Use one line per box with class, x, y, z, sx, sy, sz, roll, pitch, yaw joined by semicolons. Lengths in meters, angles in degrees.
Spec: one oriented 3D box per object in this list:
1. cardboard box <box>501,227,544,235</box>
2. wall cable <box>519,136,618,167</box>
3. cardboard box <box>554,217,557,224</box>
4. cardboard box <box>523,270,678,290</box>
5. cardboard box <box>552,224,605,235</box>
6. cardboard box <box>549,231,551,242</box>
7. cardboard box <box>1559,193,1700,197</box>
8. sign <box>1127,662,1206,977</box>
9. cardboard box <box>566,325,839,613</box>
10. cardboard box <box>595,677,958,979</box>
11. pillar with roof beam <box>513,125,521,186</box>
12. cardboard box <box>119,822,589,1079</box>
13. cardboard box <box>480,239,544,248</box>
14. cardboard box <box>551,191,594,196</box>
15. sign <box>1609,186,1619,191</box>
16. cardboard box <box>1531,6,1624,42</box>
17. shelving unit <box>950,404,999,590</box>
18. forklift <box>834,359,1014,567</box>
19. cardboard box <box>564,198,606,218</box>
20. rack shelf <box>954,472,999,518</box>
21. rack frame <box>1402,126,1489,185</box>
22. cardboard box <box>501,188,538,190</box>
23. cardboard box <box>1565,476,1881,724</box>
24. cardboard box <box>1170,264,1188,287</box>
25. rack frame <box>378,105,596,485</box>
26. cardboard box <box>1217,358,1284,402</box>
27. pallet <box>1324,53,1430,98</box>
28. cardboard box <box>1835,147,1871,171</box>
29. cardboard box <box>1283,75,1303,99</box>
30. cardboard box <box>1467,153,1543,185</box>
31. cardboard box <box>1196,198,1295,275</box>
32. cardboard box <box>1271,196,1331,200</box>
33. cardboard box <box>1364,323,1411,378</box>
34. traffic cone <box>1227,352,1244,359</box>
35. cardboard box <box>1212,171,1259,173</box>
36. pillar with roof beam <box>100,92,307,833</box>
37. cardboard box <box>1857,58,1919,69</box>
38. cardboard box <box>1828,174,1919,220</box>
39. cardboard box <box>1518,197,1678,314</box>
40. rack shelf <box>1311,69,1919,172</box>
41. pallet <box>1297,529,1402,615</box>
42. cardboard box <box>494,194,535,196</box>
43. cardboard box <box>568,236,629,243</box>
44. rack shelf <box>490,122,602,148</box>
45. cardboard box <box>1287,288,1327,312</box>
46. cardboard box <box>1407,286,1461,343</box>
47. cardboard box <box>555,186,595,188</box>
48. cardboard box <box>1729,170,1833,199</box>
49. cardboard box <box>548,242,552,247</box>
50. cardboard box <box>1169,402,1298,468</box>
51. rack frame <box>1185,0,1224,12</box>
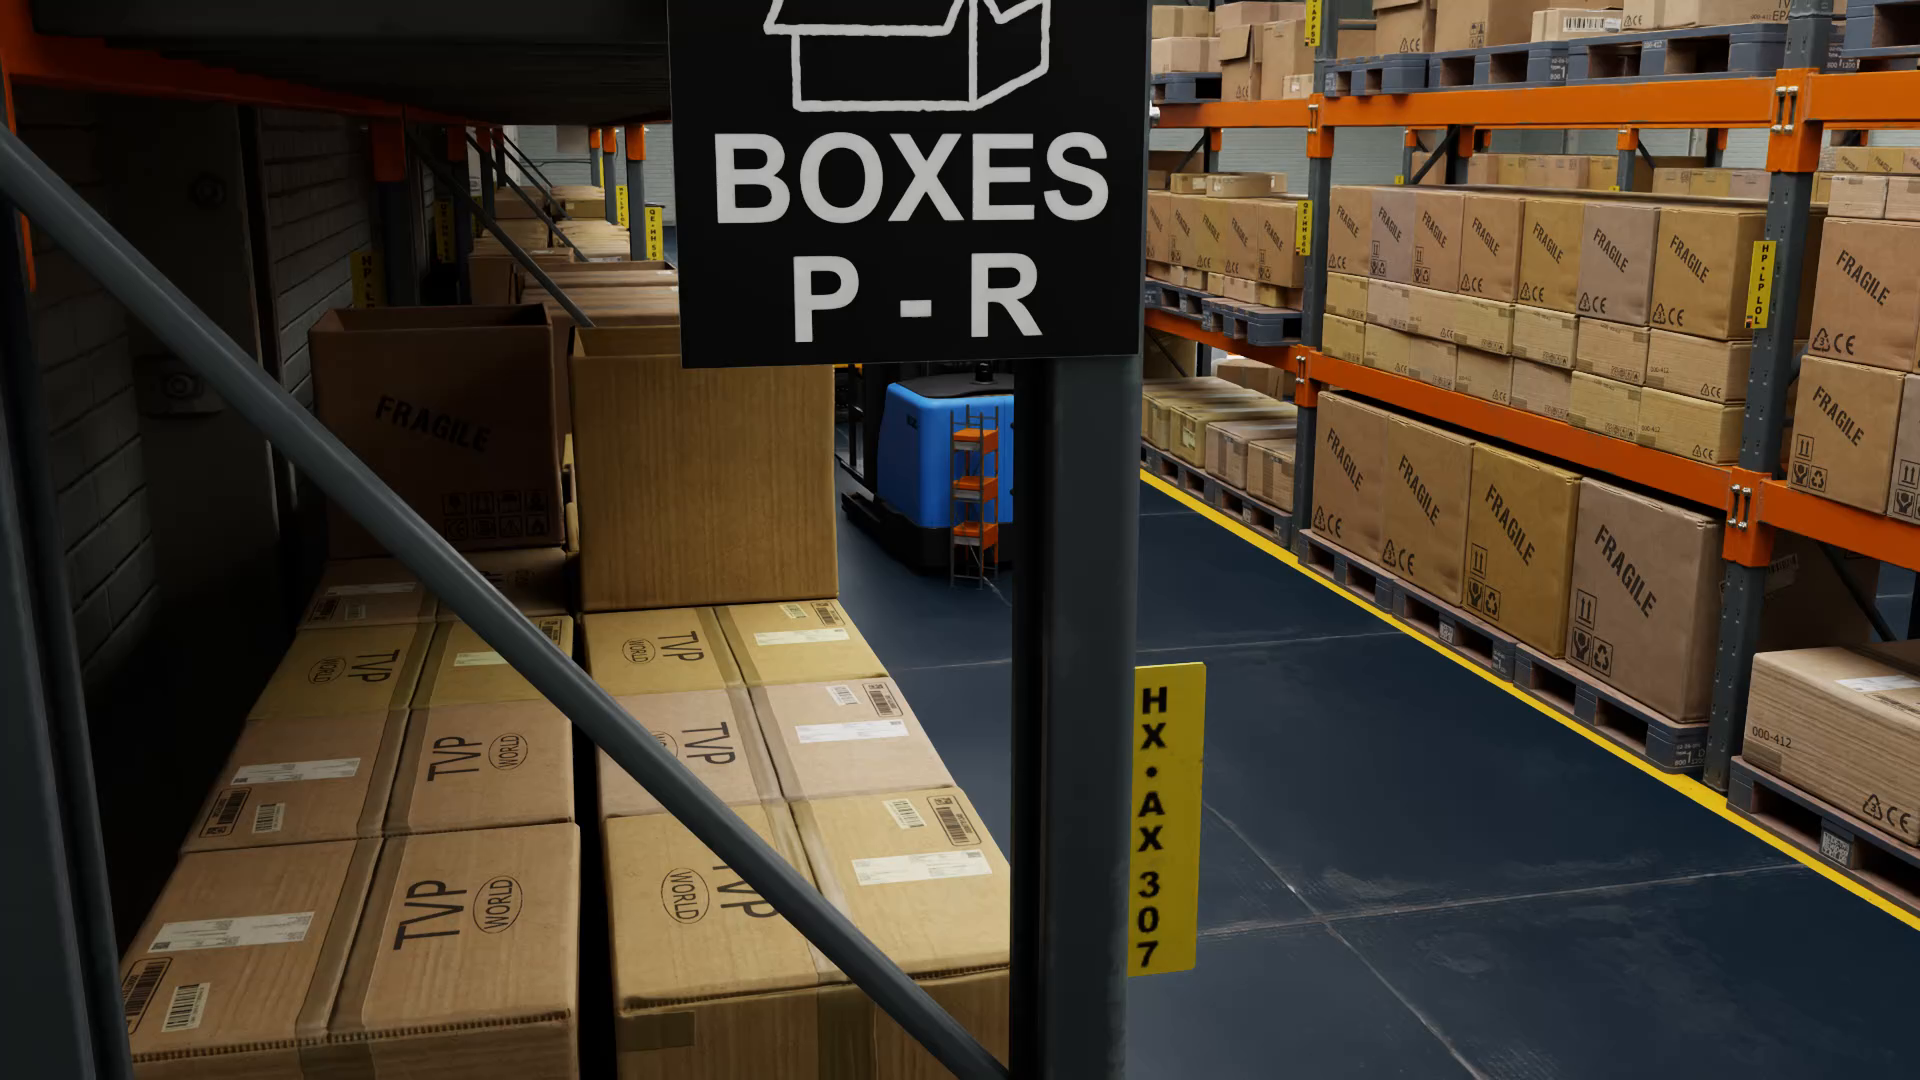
cardboard box;-3.132;-2.128;11.741;0.380;0.149;0.250;-3;14;-14
wall cable;-11.260;-11.830;46.931;3.097;2.526;0.112;-3;14;-13
cardboard box;-3.446;-2.903;14.912;0.380;0.149;0.250;-3;14;-14
cardboard box;-1.479;-0.870;7.071;0.700;0.500;0.500;-3;14;-13
cardboard box;-2.776;-2.217;12.106;0.380;0.149;0.250;-3;14;-13
cardboard box;-3.638;-2.290;13.771;0.500;0.500;0.500;-3;14;-12
cardboard box;3.333;-1.472;8.316;0.500;0.500;0.500;-4;14;-14
sign;0.190;0.279;1.639;0.100;0.325;0.005;-3;14;-13
cardboard box;-0.535;-0.171;3.418;0.500;0.500;0.500;-3;14;-12
cardboard box;-0.301;0.423;2.566;0.500;0.250;0.500;-3;14;-13
pillar with roof beam;-7.669;-12.825;44.461;9.100;9.000;0.548;-3;14;-13
cardboard box;-0.704;0.567;1.974;0.500;0.250;0.500;-3;14;-12
cardboard box;-2.773;-1.777;10.304;0.380;0.149;0.250;-3;14;-14
cardboard box;-3.398;-2.986;14.623;0.380;0.149;0.250;-3;14;-13
sign;5.917;-3.043;15.069;0.100;0.325;0.005;-3;14;-13
cardboard box;2.957;-2.446;7.904;0.380;0.166;0.250;-2;14;-8
shelving unit;0.084;-0.251;9.743;0.215;1.050;0.252;6;15;22
forklift;-0.189;-1.565;11.159;1.130;2.935;3.031;-4;14;-17
cardboard box;-2.943;-2.636;13.193;0.380;0.149;0.250;-3;14;-12
rack shelf;0.084;-0.241;9.745;0.215;0.259;0.240;6;15;22
rack frame;5.516;-3.538;19.087;1.000;3.000;0.127;-3;14;-13
cardboard box;-4.076;-3.199;15.498;0.380;0.149;0.250;-3;14;-13
cardboard box;3.323;0.220;7.300;0.875;0.875;0.875;-3;14;-11
cardboard box;1.770;-1.950;12.234;0.380;0.149;0.250;-3;14;-11
rack frame;-1.277;-0.193;5.395;1.000;3.000;0.127;-3;14;-13
cardboard box;2.739;-1.426;15.703;0.500;0.500;0.500;7;15;26
pallet;2.810;-2.613;9.378;1.213;0.211;1.003;-3;14;-11
cardboard box;10.336;-4.212;18.902;0.500;0.500;0.500;-3;14;-13
cardboard box;2.263;-2.846;10.464;0.380;0.149;0.250;-3;14;-13
cardboard box;5.784;-3.789;17.523;0.875;0.550;0.550;-3;14;-13
cardboard box;1.978;-2.114;11.539;0.500;0.500;0.500;-4;14;-17
cardboard box;2.466;-2.149;11.679;0.500;0.500;0.500;-3;14;-12
cardboard box;2.615;-1.076;9.325;0.500;0.250;0.500;-4;14;-15
traffic cone;3.082;-2.119;18.626;0.336;0.463;0.334;-3;14;-13
cardboard box;2.170;-2.776;12.879;0.380;0.149;0.250;-4;14;-15
pillar with roof beam;2.195;-3.136;4.802;9.100;9.000;0.400;-3;14;-13
cardboard box;6.858;-3.583;12.044;0.500;0.311;0.500;-3;14;-13
cardboard box;3.369;-1.232;5.966;0.380;0.149;0.250;-3;14;-14
cardboard box;2.969;-1.330;7.735;0.500;0.500;0.500;-3;14;-11
rack shelf;3.077;-2.039;8.149;1.077;0.370;4.000;-3;14;-13
pallet;2.719;0.148;9.877;1.003;0.211;1.213;-3;14;-13
cardboard box;-3.780;-2.839;14.022;0.380;0.149;0.250;-4;14;-14
cardboard box;-2.319;-1.866;10.668;0.380;0.149;0.250;-3;14;-12
rack shelf;-3.626;-3.607;14.567;1.077;0.370;4.000;-3;14;-13
cardboard box;2.302;-1.537;10.544;0.380;0.149;0.250;-3;14;-11
cardboard box;2.711;-1.197;8.770;0.500;0.250;0.500;-3;14;-13
cardboard box;-3.718;-3.343;16.086;0.380;0.149;0.250;-3;14;-13
cardboard box;6.819;-2.800;13.749;0.700;0.500;0.500;-3;14;-13
cardboard box;-3.286;-2.077;12.370;0.500;0.250;0.500;-4;14;-14
cardboard box;2.131;-0.796;12.518;0.950;0.372;0.625;-3;14;-11
rack frame;1.668;-5.230;13.373;1.000;3.000;0.127;-3;14;-13
